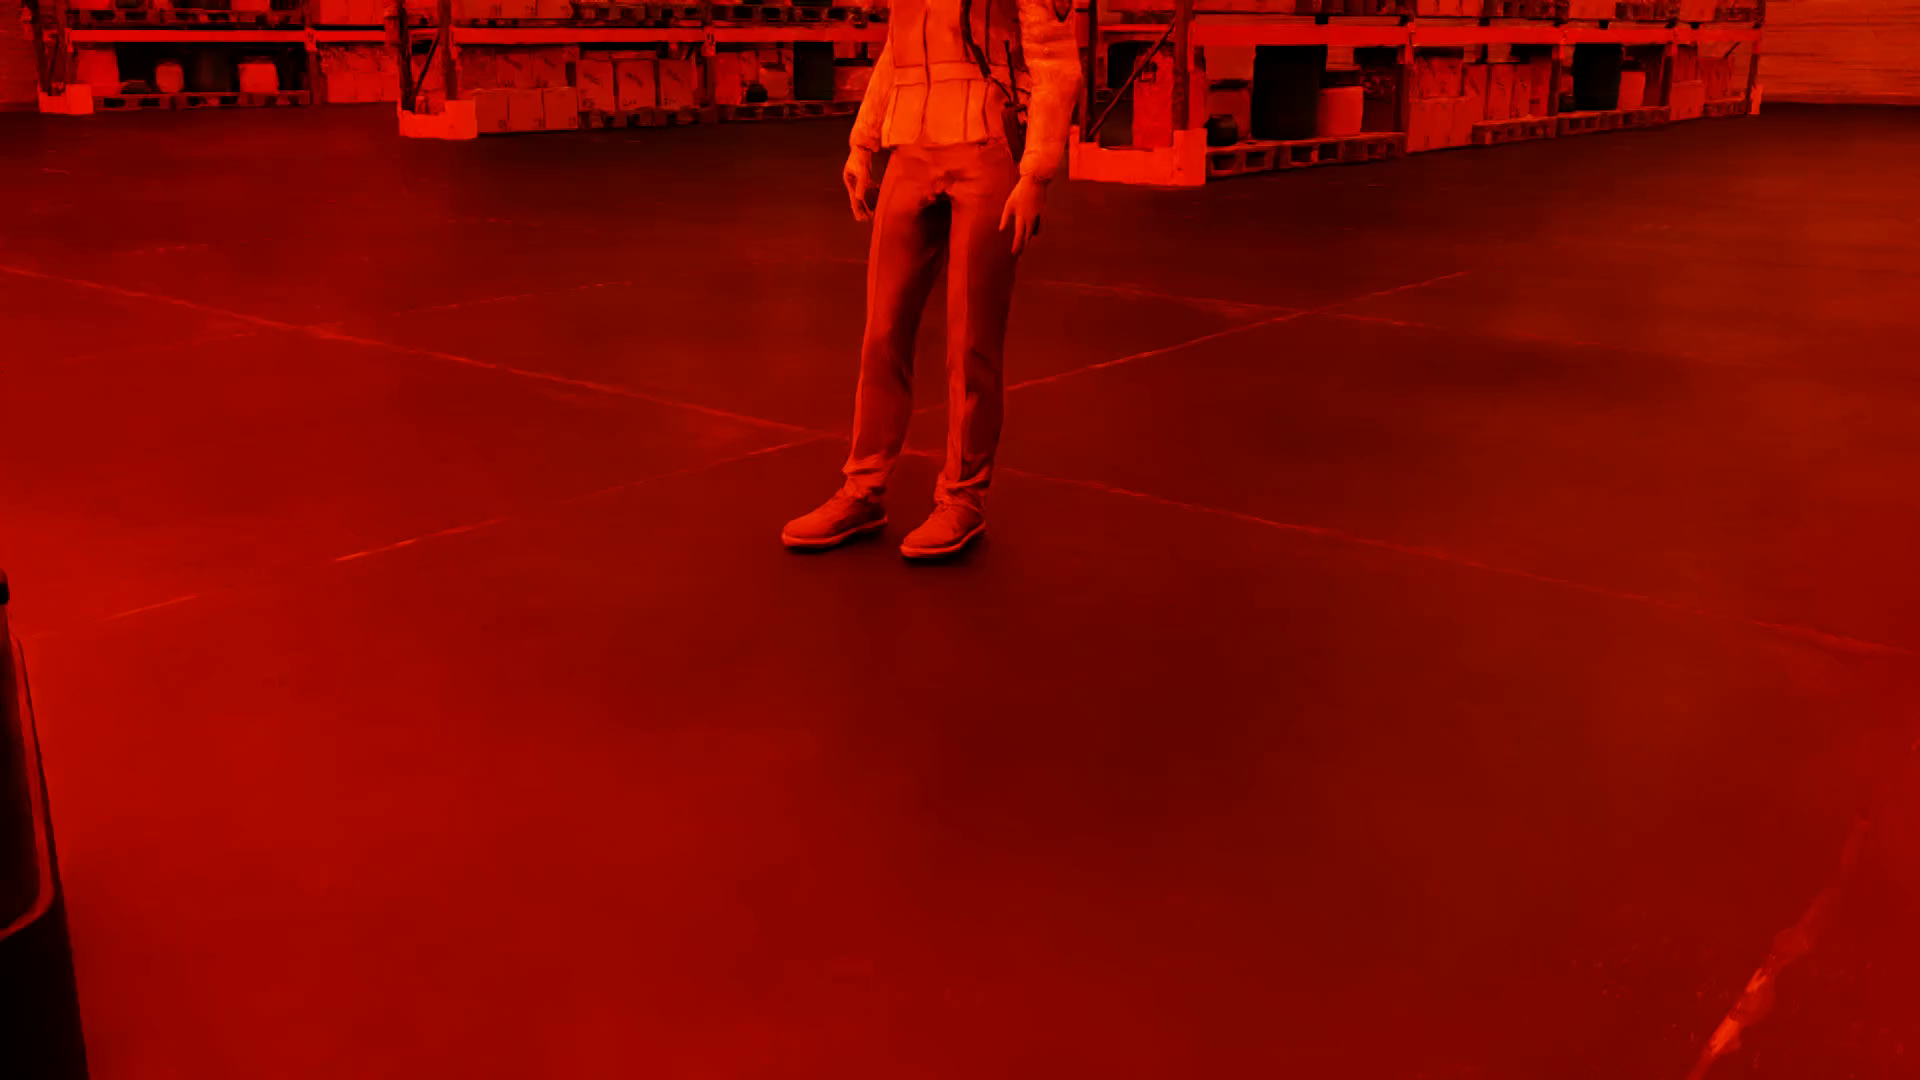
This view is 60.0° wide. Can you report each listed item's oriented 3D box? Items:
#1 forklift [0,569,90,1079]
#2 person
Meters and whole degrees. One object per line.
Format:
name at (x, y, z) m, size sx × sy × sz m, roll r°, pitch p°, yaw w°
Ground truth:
forklift at (-2.443, -0.631, 0.974) m, size 3.031 × 2.935 × 1.130 m, roll -10°, pitch 19°, yaw -29°
person at (-0.049, -0.804, 3.648) m, size 0.586 × 1.695 × 0.533 m, roll 13°, pitch 21°, yaw 37°
